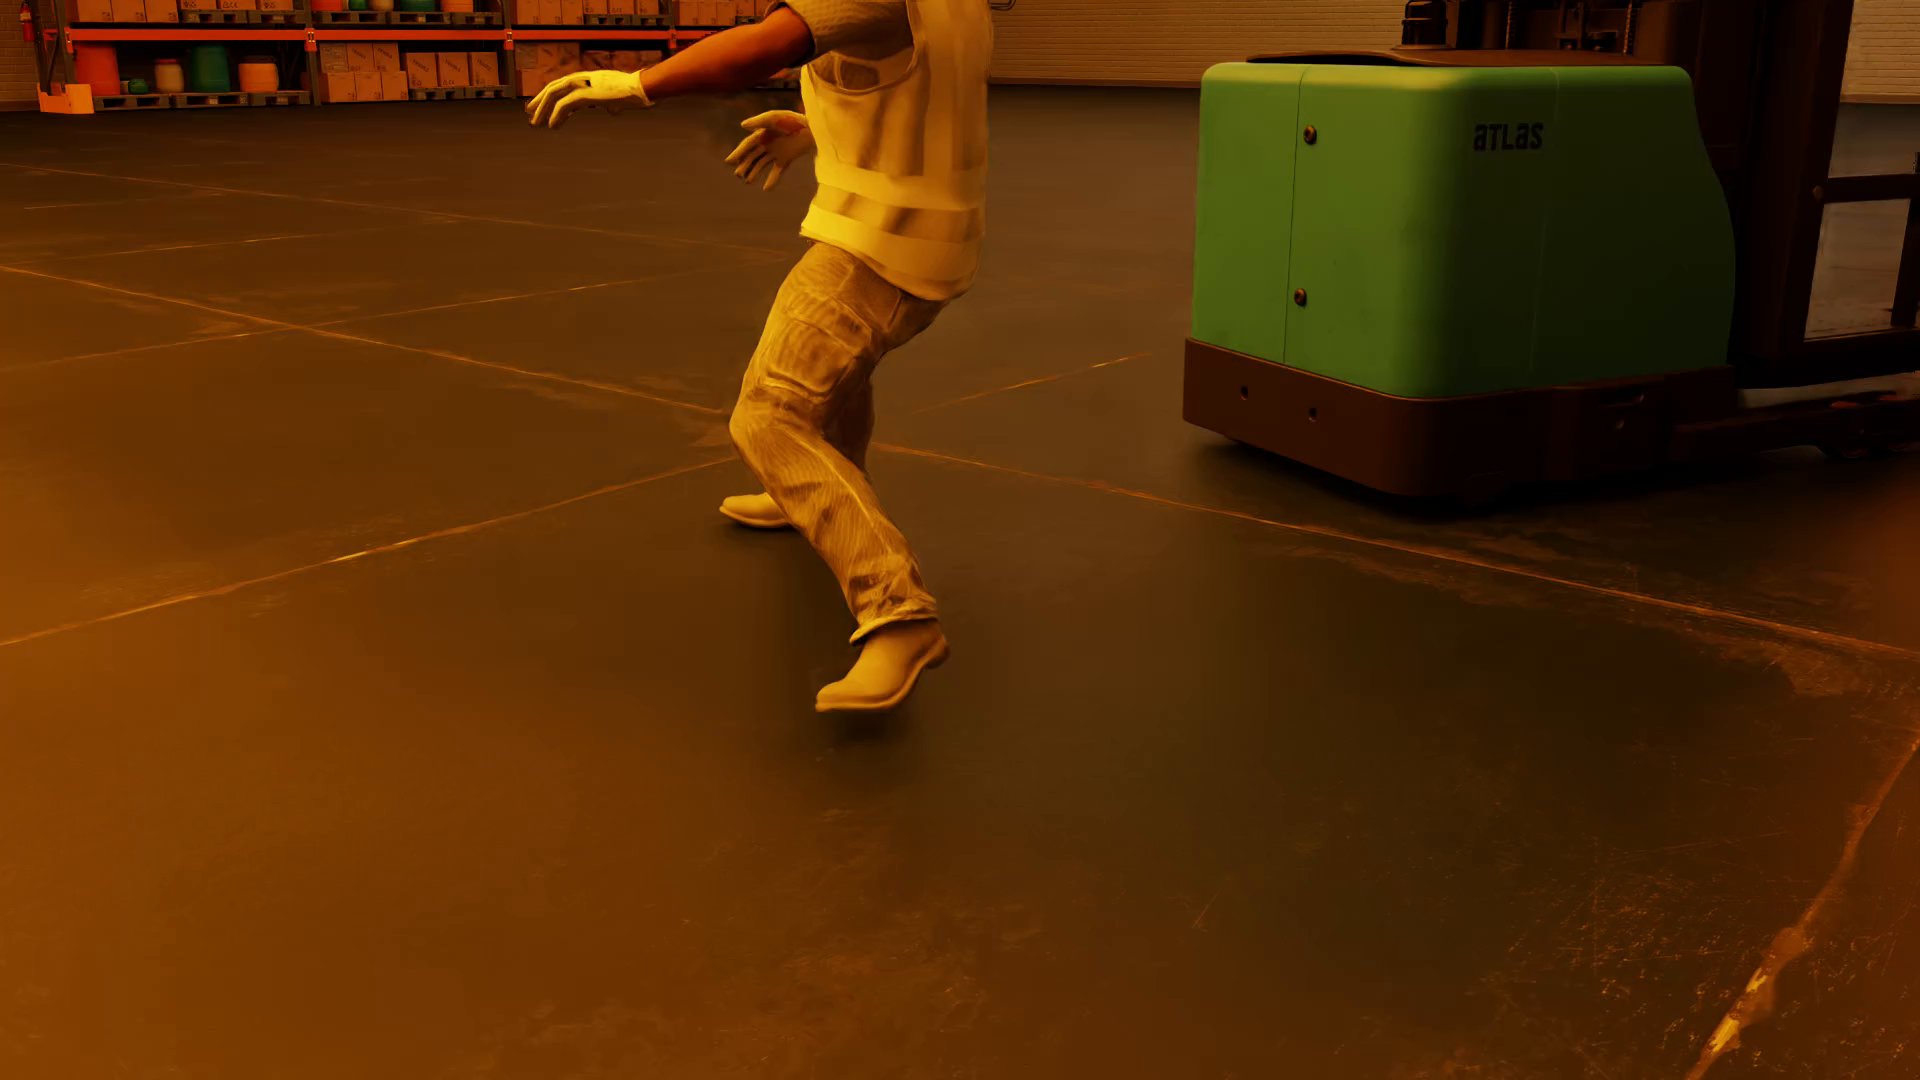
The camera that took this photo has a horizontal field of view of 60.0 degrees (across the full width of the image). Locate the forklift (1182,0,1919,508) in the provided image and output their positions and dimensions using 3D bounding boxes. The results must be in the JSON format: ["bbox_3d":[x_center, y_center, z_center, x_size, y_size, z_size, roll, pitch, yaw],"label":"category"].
[{"bbox_3d":[2.205,-1.757,4.685,3.031,2.935,1.130,-8,19,-25],"label":"forklift"}]

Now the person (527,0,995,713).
[{"bbox_3d":[-0.309,-0.610,3.251,0.839,1.564,1.331,4,17,14],"label":"person"}]
